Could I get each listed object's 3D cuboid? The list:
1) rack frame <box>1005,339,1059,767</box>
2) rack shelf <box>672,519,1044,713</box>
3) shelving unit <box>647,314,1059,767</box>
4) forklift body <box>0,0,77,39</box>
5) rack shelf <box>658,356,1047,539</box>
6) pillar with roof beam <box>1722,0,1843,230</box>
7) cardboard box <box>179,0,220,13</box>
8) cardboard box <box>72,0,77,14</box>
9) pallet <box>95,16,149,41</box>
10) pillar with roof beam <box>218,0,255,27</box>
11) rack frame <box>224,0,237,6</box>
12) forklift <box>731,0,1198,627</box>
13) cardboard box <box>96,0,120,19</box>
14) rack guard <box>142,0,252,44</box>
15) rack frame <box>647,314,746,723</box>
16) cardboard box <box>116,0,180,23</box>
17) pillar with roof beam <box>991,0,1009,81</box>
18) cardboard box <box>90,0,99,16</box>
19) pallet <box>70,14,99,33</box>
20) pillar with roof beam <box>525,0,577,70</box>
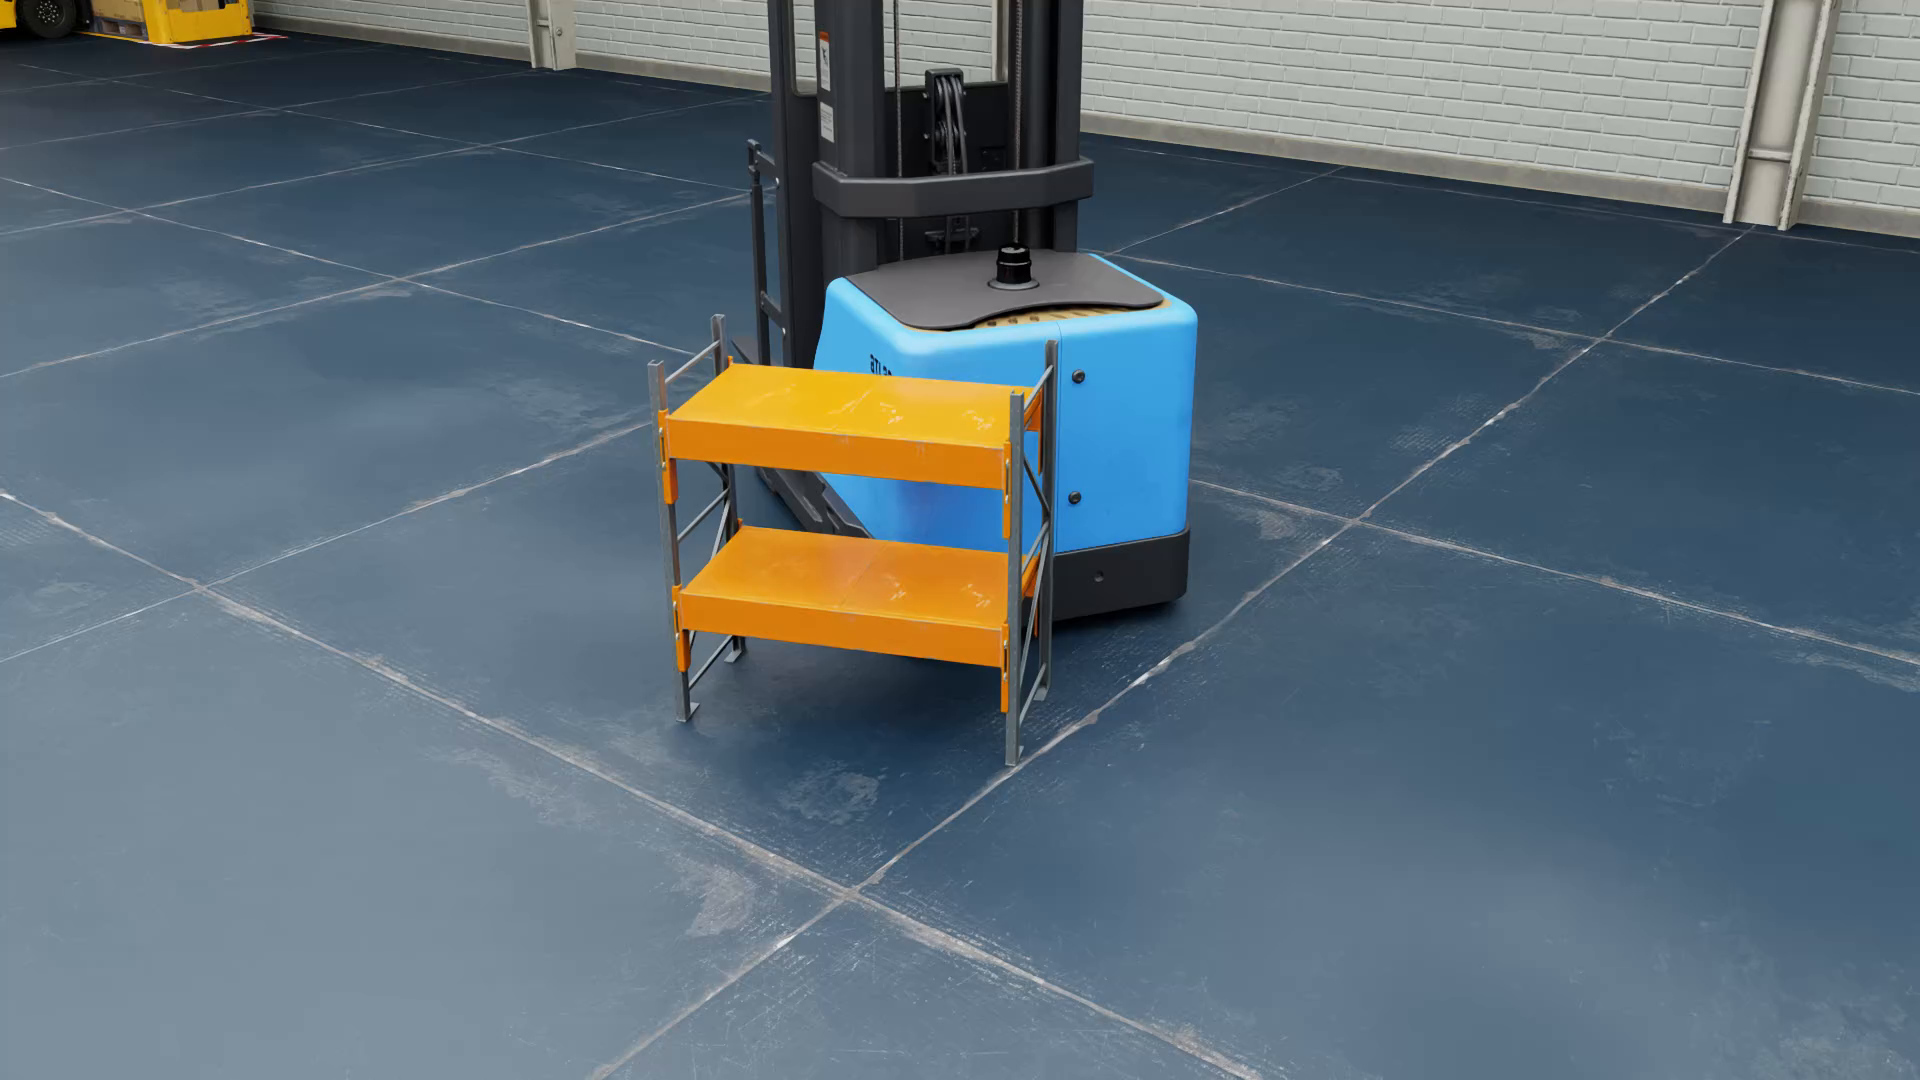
[{"bbox_3d":[0.206,0.038,4.764,0.032,1.125,0.500,6,25,13],"label":"rack frame"},{"bbox_3d":[-0.286,0.210,4.980,1.000,0.278,0.538,6,25,13],"label":"rack shelf"},{"bbox_3d":[-0.286,-0.013,4.880,1.048,1.125,0.538,6,25,13],"label":"shelving unit"},{"bbox_3d":[-11.687,-6.859,19.149,1.214,2.155,2.313,17,29,33],"label":"forklift body"},{"bbox_3d":[-0.287,-0.280,4.761,1.000,0.278,0.538,6,25,13],"label":"rack shelf"},{"bbox_3d":[2.729,-4.840,6.074,0.400,9.000,9.100,17,29,33],"label":"pillar with roof beam"},{"bbox_3d":[-9.352,-6.493,20.156,0.500,0.250,0.500,17,29,34],"label":"cardboard box"},{"bbox_3d":[-10.857,-6.688,20.599,0.500,0.250,0.500,18,29,35],"label":"cardboard box"},{"bbox_3d":[-9.713,-6.273,20.225,1.213,0.211,1.003,17,29,33],"label":"pallet"},{"bbox_3d":[-11.674,-9.193,15.953,0.400,9.000,9.100,17,29,33],"label":"pillar with roof beam"},{"bbox_3d":[-9.076,-7.377,19.273,0.127,3.000,1.000,17,29,33],"label":"rack frame"},{"bbox_3d":[-0.225,-1.579,6.198,1.130,2.935,3.031,-9,25,-19],"label":"forklift"},{"bbox_3d":[-10.034,-6.446,20.049,0.500,0.250,0.500,17,29,33],"label":"cardboard box"},{"bbox_3d":[-9.057,-6.228,19.764,0.348,0.500,1.175,17,29,33],"label":"rack guard"},{"bbox_3d":[-0.779,-0.064,4.996,0.032,1.125,0.500,6,25,13],"label":"rack frame"},{"bbox_3d":[-9.641,-6.323,19.770,0.500,0.250,0.500,17,29,34],"label":"cardboard box"},{"bbox_3d":[-2.072,-6.291,9.367,0.400,9.000,9.100,17,29,33],"label":"pillar with roof beam"},{"bbox_3d":[-10.428,-6.570,20.331,0.500,0.250,0.500,17,29,34],"label":"cardboard box"},{"bbox_3d":[-10.685,-6.568,20.895,1.213,0.211,1.003,17,29,33],"label":"pallet"},{"bbox_3d":[-6.873,-7.742,12.660,0.400,9.000,9.100,17,29,33],"label":"pillar with roof beam"}]
